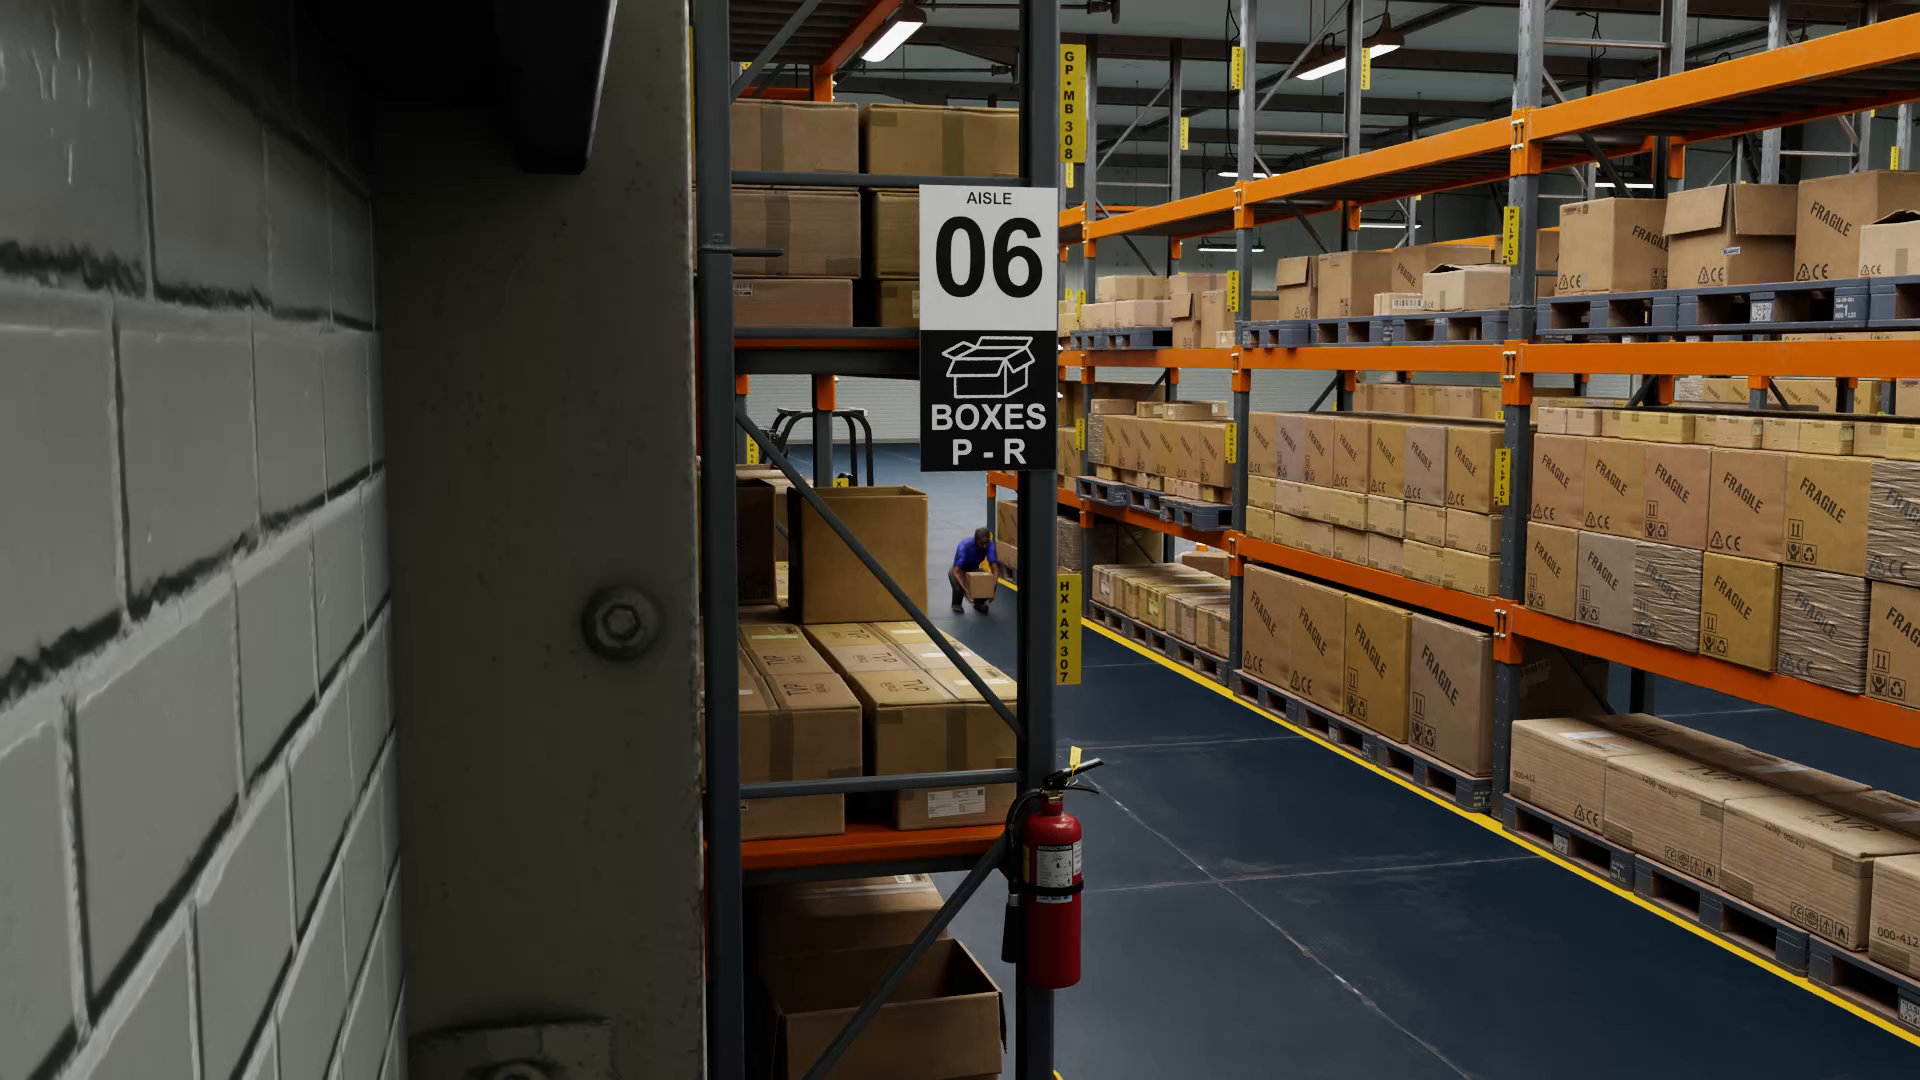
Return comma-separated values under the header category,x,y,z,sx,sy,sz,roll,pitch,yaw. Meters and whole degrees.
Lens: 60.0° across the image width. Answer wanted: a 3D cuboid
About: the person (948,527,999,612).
category,x,y,z,sx,sy,sz,roll,pitch,yaw
person,0.131,0.331,17.953,0.513,0.910,0.759,-2,6,-16
